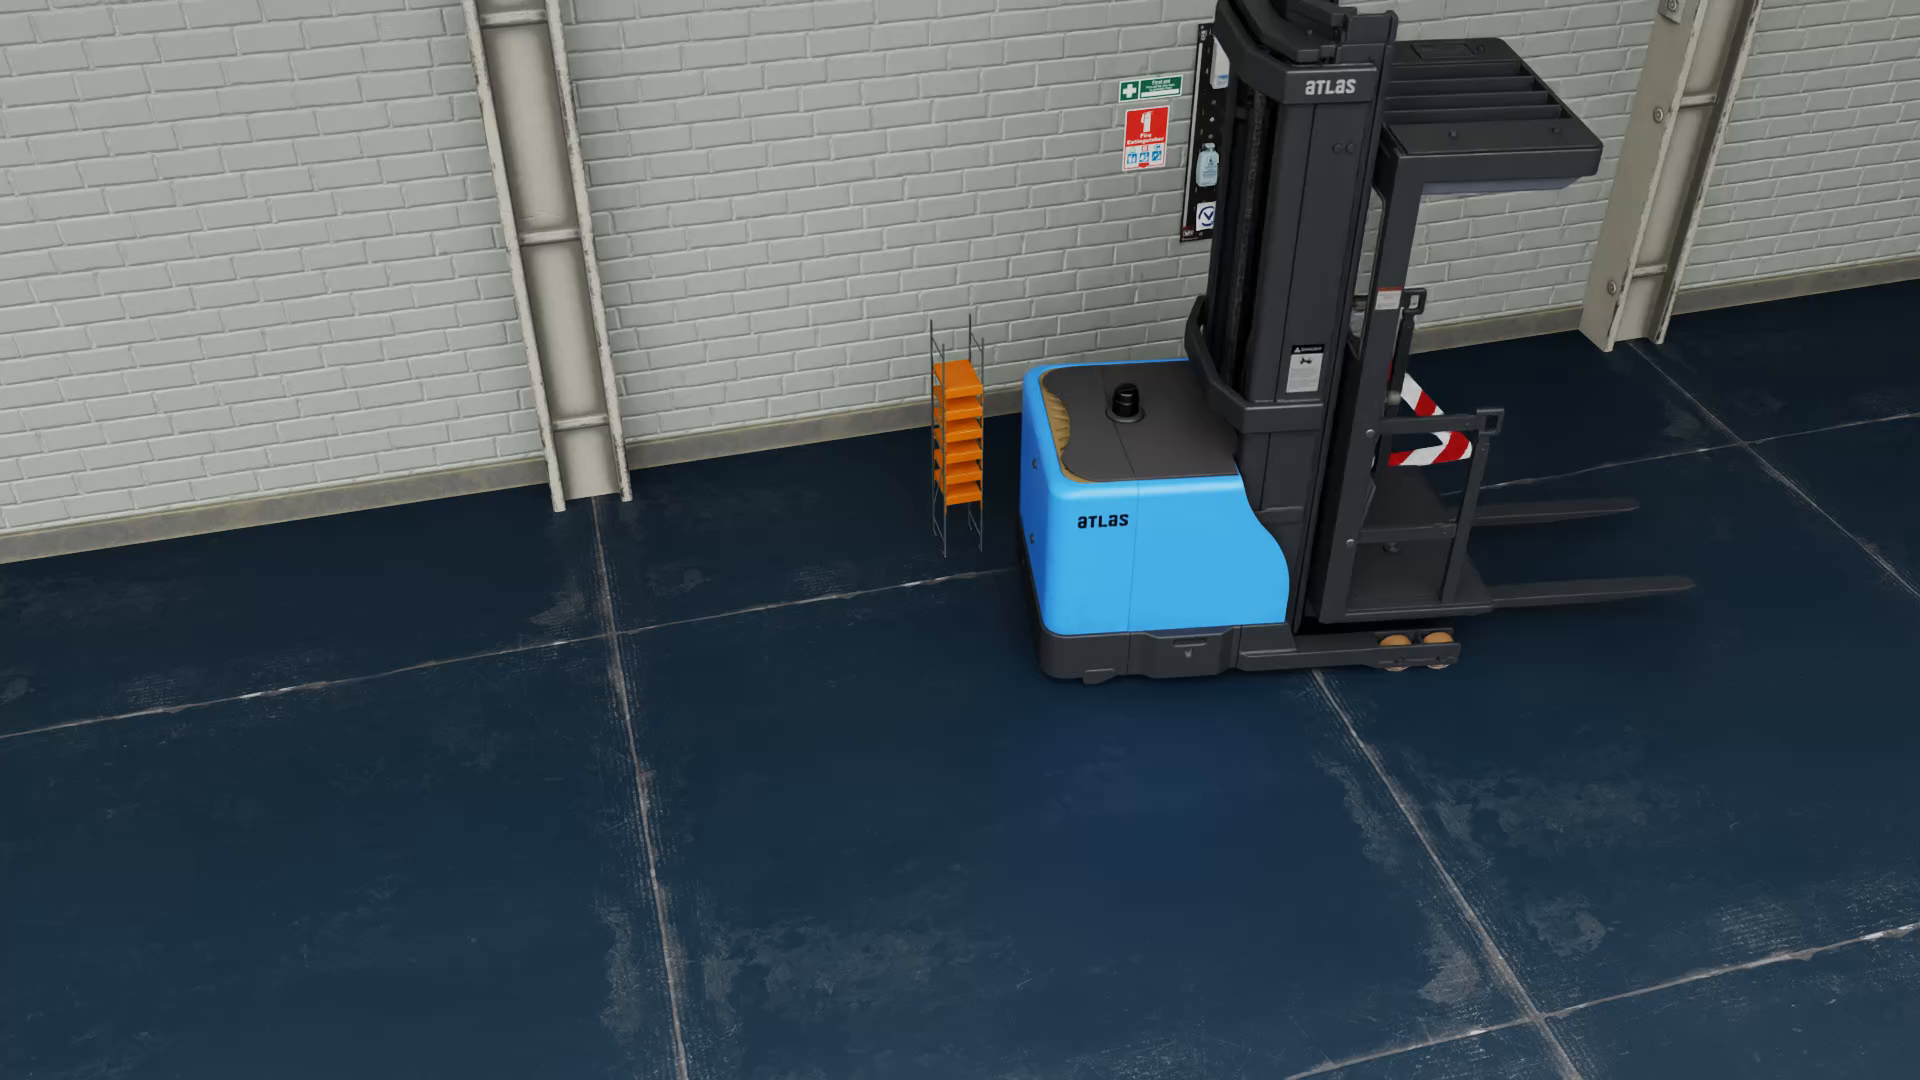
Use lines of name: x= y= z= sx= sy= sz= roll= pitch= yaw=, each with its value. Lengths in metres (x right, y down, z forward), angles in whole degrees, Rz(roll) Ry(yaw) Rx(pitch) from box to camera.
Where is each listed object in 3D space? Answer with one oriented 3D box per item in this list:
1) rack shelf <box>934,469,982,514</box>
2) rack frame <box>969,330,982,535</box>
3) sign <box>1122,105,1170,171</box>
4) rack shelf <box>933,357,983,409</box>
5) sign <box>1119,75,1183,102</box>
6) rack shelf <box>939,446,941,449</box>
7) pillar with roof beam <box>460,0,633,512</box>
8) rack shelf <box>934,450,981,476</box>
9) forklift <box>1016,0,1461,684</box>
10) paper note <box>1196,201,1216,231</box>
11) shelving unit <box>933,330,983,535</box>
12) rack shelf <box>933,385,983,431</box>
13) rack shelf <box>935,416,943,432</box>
rack shelf: x=-0.014 y=-0.248 z=8.035 sx=0.180 sy=0.103 sz=0.258 roll=-9 pitch=38 yaw=-12
rack frame: x=0.075 y=-0.488 z=7.880 sx=0.002 sy=1.046 sz=0.228 roll=-9 pitch=38 yaw=-12
sign: x=10.264 y=0.045 z=5.621 sx=16.451 sy=0.391 sz=11.513 roll=-9 pitch=38 yaw=-12
rack shelf: x=-0.014 y=-0.725 z=7.670 sx=0.180 sy=0.103 sz=0.258 roll=-9 pitch=38 yaw=-12
sign: x=0.942 y=-2.229 z=8.208 sx=0.331 sy=0.109 sz=0.001 roll=-9 pitch=38 yaw=-12
rack shelf: x=-0.014 y=-0.455 z=7.877 sx=0.166 sy=0.020 sz=0.199 roll=-9 pitch=38 yaw=-12
pillar with roof beam: x=-0.779 y=-1.312 z=2.538 sx=0.400 sy=9.000 sz=9.100 roll=-9 pitch=38 yaw=-12
rack shelf: x=-0.014 y=-0.365 z=7.945 sx=0.171 sy=0.034 sz=0.221 roll=-9 pitch=38 yaw=-12
forklift: x=1.818 y=-0.894 z=6.985 sx=3.031 sy=2.935 sz=1.130 roll=-3 pitch=38 yaw=-4
paper note: x=1.307 y=-1.698 z=8.705 sx=0.142 sy=0.148 sz=0.016 roll=-9 pitch=38 yaw=-12
shelving unit: x=-0.013 y=-0.474 z=7.862 sx=0.183 sy=1.046 sz=0.258 roll=-9 pitch=38 yaw=-12
rack shelf: x=-0.014 y=-0.630 z=7.743 sx=0.180 sy=0.103 sz=0.258 roll=-9 pitch=38 yaw=-12
rack shelf: x=-0.014 y=-0.550 z=7.804 sx=0.166 sy=0.020 sz=0.199 roll=-9 pitch=38 yaw=-12
